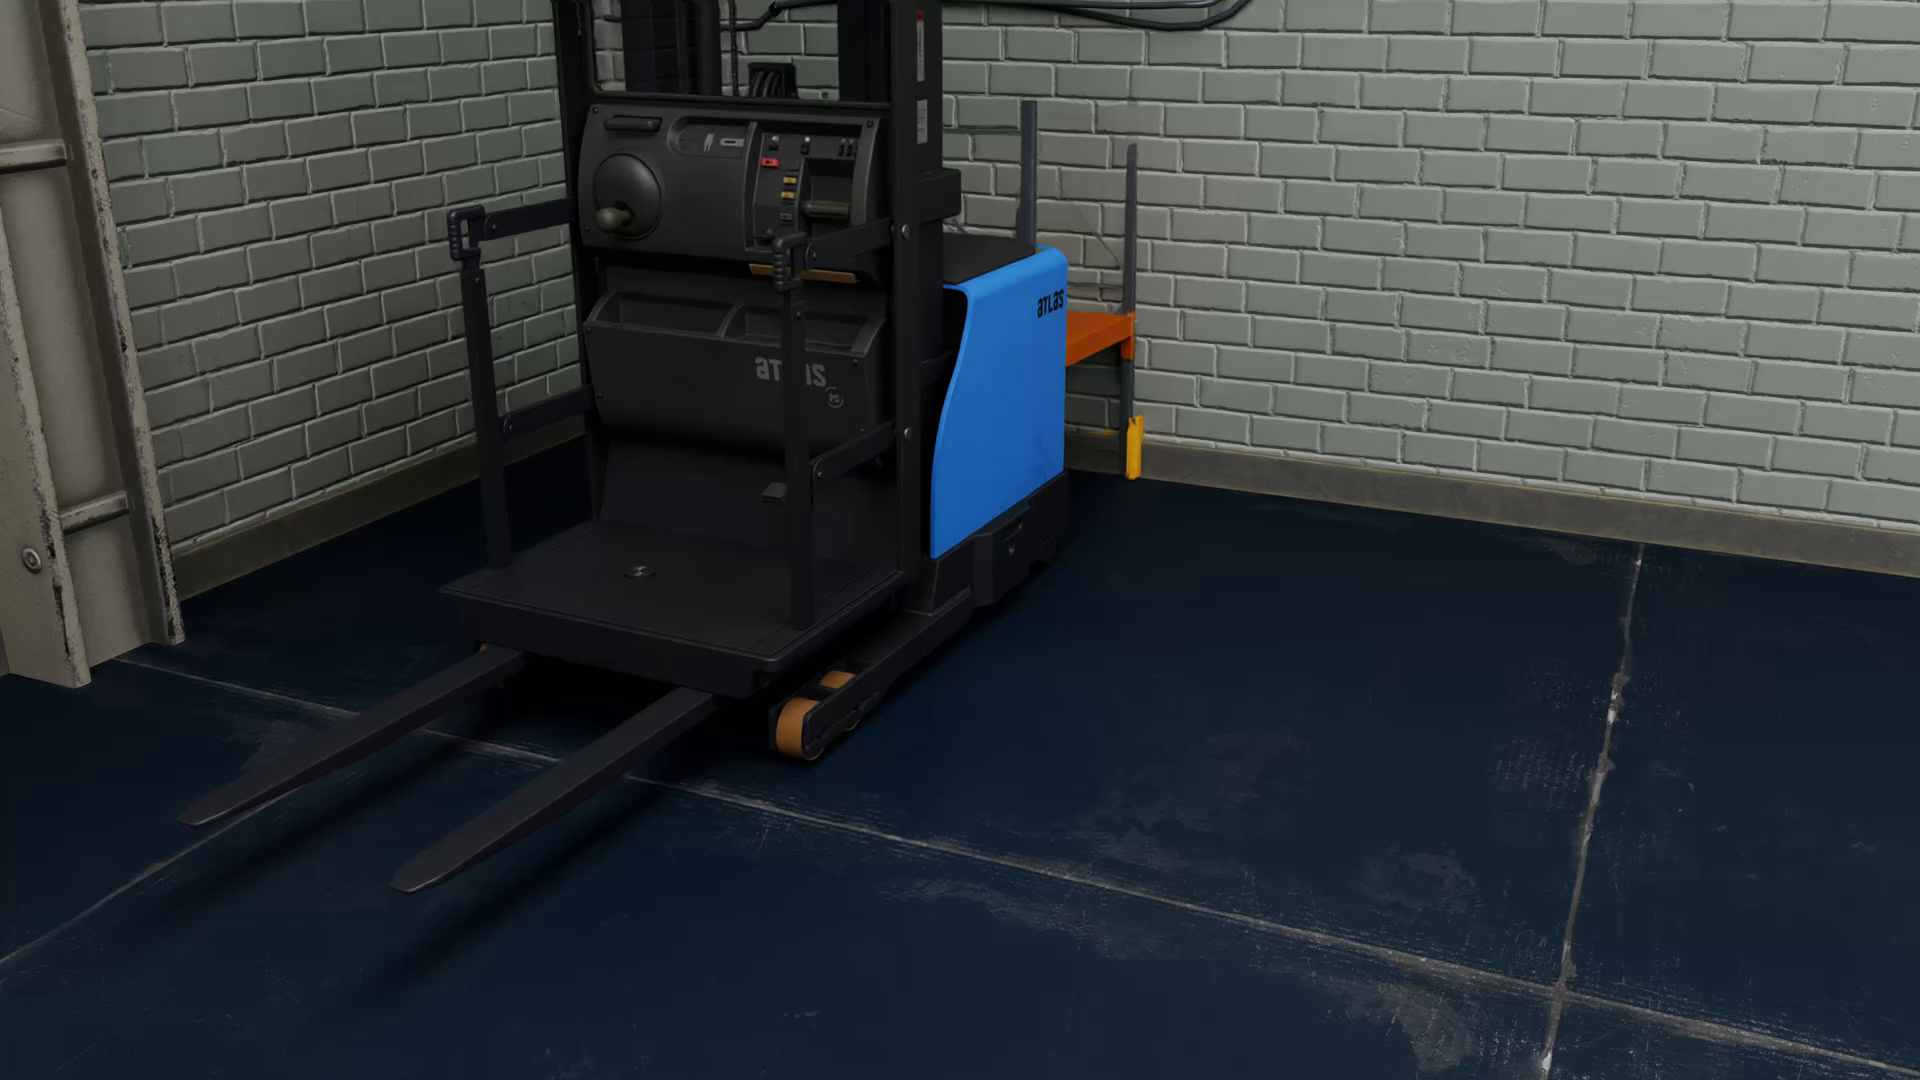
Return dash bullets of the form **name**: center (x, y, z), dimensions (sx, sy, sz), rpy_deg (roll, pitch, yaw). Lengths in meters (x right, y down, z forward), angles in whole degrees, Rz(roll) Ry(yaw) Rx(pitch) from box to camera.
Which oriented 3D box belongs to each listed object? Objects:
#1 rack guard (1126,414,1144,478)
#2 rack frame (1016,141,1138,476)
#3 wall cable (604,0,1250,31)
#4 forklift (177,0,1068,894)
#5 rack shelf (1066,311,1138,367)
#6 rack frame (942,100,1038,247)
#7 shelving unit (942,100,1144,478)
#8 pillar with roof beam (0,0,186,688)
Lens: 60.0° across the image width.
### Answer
- **rack guard**: center (0.454, -0.411, 6.745), dimensions (0.587, 0.250, 0.087), rpy_deg (8, 19, 24)
- **rack frame**: center (0.454, -1.008, 6.559), dimensions (0.500, 1.500, 0.032), rpy_deg (8, 19, 24)
- **wall cable**: center (-0.271, -3.169, 6.083), dimensions (3.097, 2.526, 0.112), rpy_deg (9, 21, 23)
- **forklift**: center (-0.731, -0.971, 4.325), dimensions (1.130, 2.935, 3.031), rpy_deg (9, 22, 25)
- **rack shelf**: center (0.237, -0.698, 6.175), dimensions (0.538, 0.185, 1.000), rpy_deg (8, 19, 24)
- **rack frame**: center (0.020, -0.732, 5.682), dimensions (0.500, 1.500, 0.032), rpy_deg (8, 19, 24)
- **shelving unit**: center (0.241, -0.872, 6.129), dimensions (0.587, 1.500, 1.083), rpy_deg (8, 19, 24)
- **pillar with roof beam**: center (1.331, -3.305, 1.832), dimensions (9.100, 9.000, 0.400), rpy_deg (9, 21, 23)
